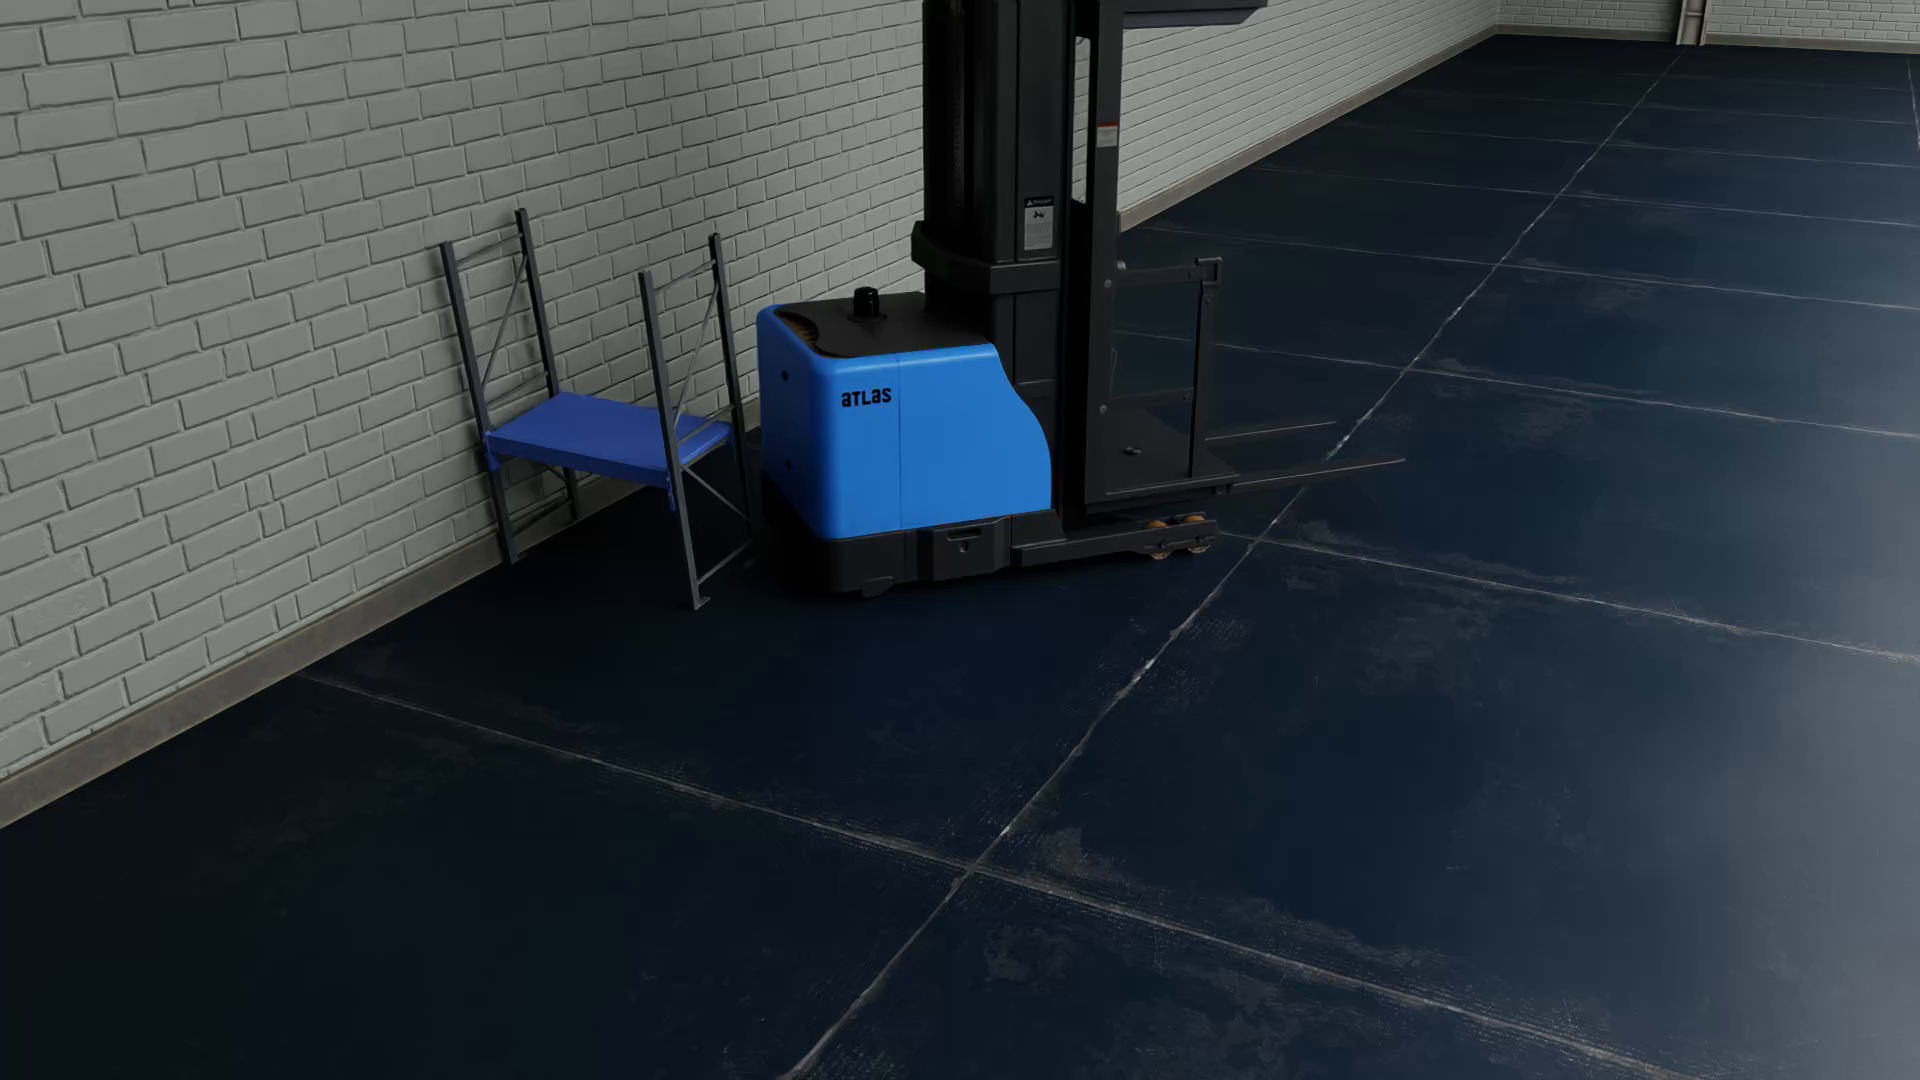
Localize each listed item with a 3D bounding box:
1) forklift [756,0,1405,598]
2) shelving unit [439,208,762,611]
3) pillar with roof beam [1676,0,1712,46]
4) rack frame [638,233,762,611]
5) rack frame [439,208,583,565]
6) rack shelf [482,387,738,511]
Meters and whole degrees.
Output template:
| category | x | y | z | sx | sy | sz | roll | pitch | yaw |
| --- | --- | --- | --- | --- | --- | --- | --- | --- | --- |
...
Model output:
| category | x | y | z | sx | sy | sz | roll | pitch | yaw |
| --- | --- | --- | --- | --- | --- | --- | --- | --- | --- |
| forklift | 0.640 | -1.448 | 7.410 | 3.031 | 2.935 | 1.130 | -8 | 24 | -19 |
| shelving unit | -1.504 | -0.564 | 7.093 | 1.048 | 1.500 | 0.538 | 12 | 32 | 26 |
| pillar with roof beam | 9.460 | -10.386 | 20.673 | 0.400 | 9.000 | 9.100 | 11 | 25 | 25 |
| rack frame | -1.056 | -0.470 | 6.871 | 0.032 | 1.500 | 0.500 | 12 | 32 | 26 |
| rack frame | -1.952 | -0.658 | 7.314 | 0.032 | 1.500 | 0.500 | 12 | 32 | 26 |
| rack shelf | -1.494 | -0.406 | 7.179 | 1.000 | 0.185 | 0.538 | 12 | 32 | 26 |
